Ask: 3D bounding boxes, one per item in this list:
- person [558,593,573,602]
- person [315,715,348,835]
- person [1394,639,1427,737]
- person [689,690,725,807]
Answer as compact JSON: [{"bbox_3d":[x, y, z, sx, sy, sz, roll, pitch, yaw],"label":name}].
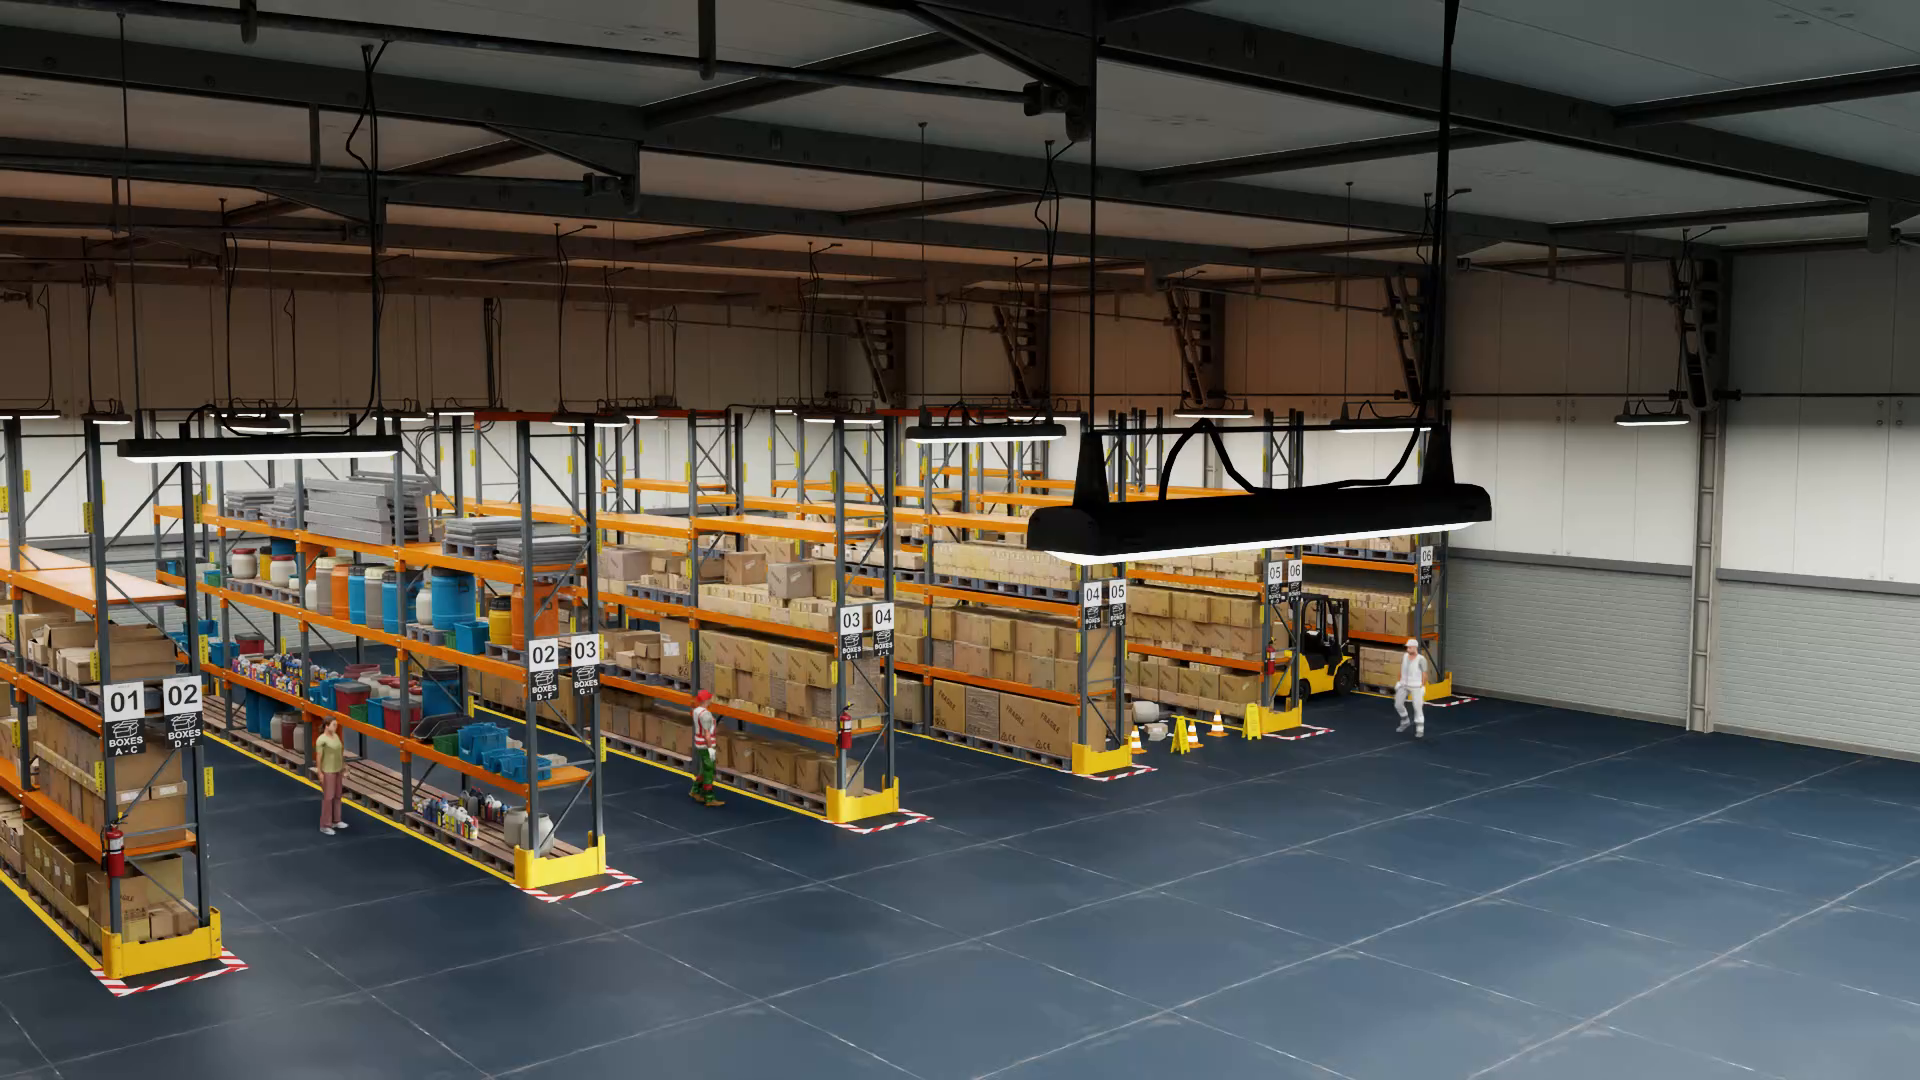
[{"bbox_3d":[-9.582,1.913,40.558,0.637,1.741,0.924,-2,5,-19],"label":"person"},{"bbox_3d":[-9.126,3.405,24.159,0.407,1.689,0.526,1,5,13],"label":"person"},{"bbox_3d":[8.351,2.716,30.785,0.591,1.790,0.452,4,7,42],"label":"person"},{"bbox_3d":[-3.906,3.192,25.637,0.511,1.796,0.625,-1,5,-16],"label":"person"}]
